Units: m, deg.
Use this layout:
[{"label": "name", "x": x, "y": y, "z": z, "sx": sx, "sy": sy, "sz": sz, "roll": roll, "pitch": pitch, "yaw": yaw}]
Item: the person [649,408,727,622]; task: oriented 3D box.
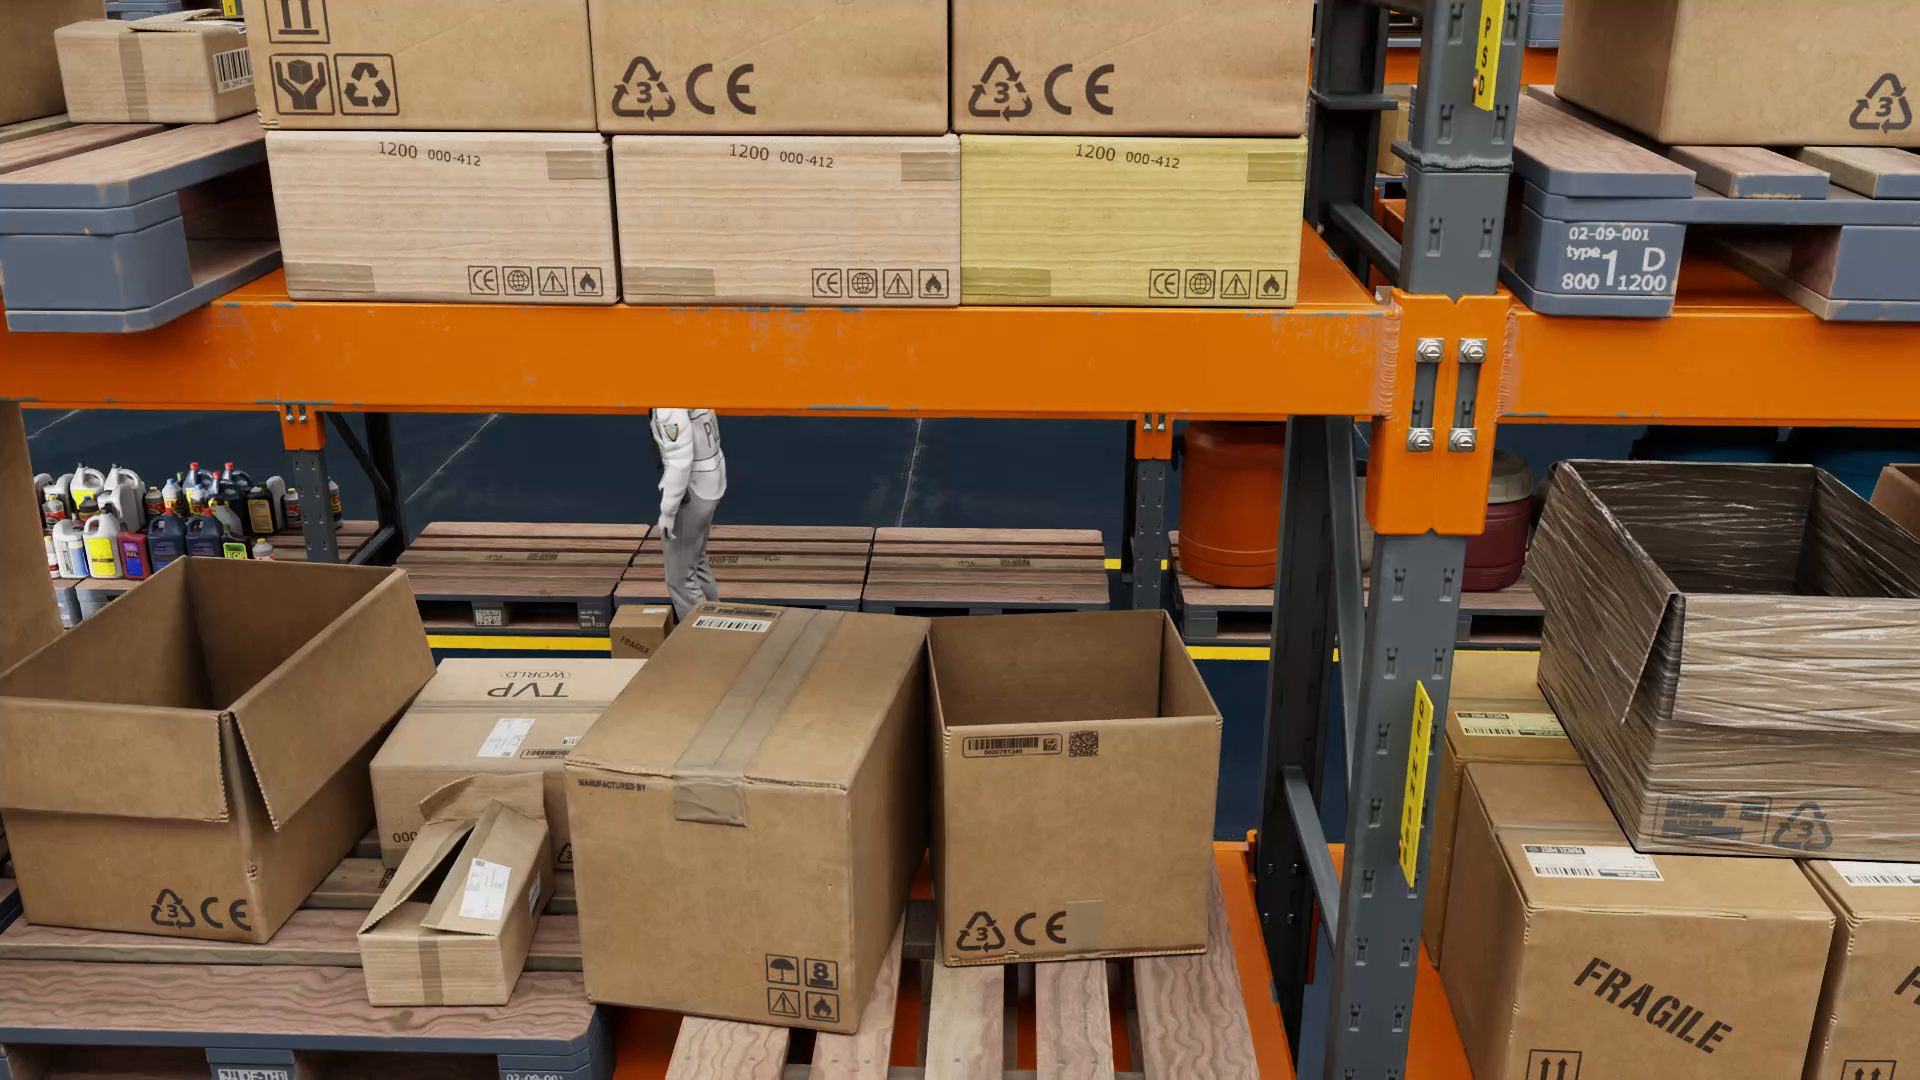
[{"label": "person", "x": -1.253, "y": -0.192, "z": 7.578, "sx": 0.371, "sy": 1.664, "sz": 0.529, "roll": 1, "pitch": 21, "yaw": 2}]
